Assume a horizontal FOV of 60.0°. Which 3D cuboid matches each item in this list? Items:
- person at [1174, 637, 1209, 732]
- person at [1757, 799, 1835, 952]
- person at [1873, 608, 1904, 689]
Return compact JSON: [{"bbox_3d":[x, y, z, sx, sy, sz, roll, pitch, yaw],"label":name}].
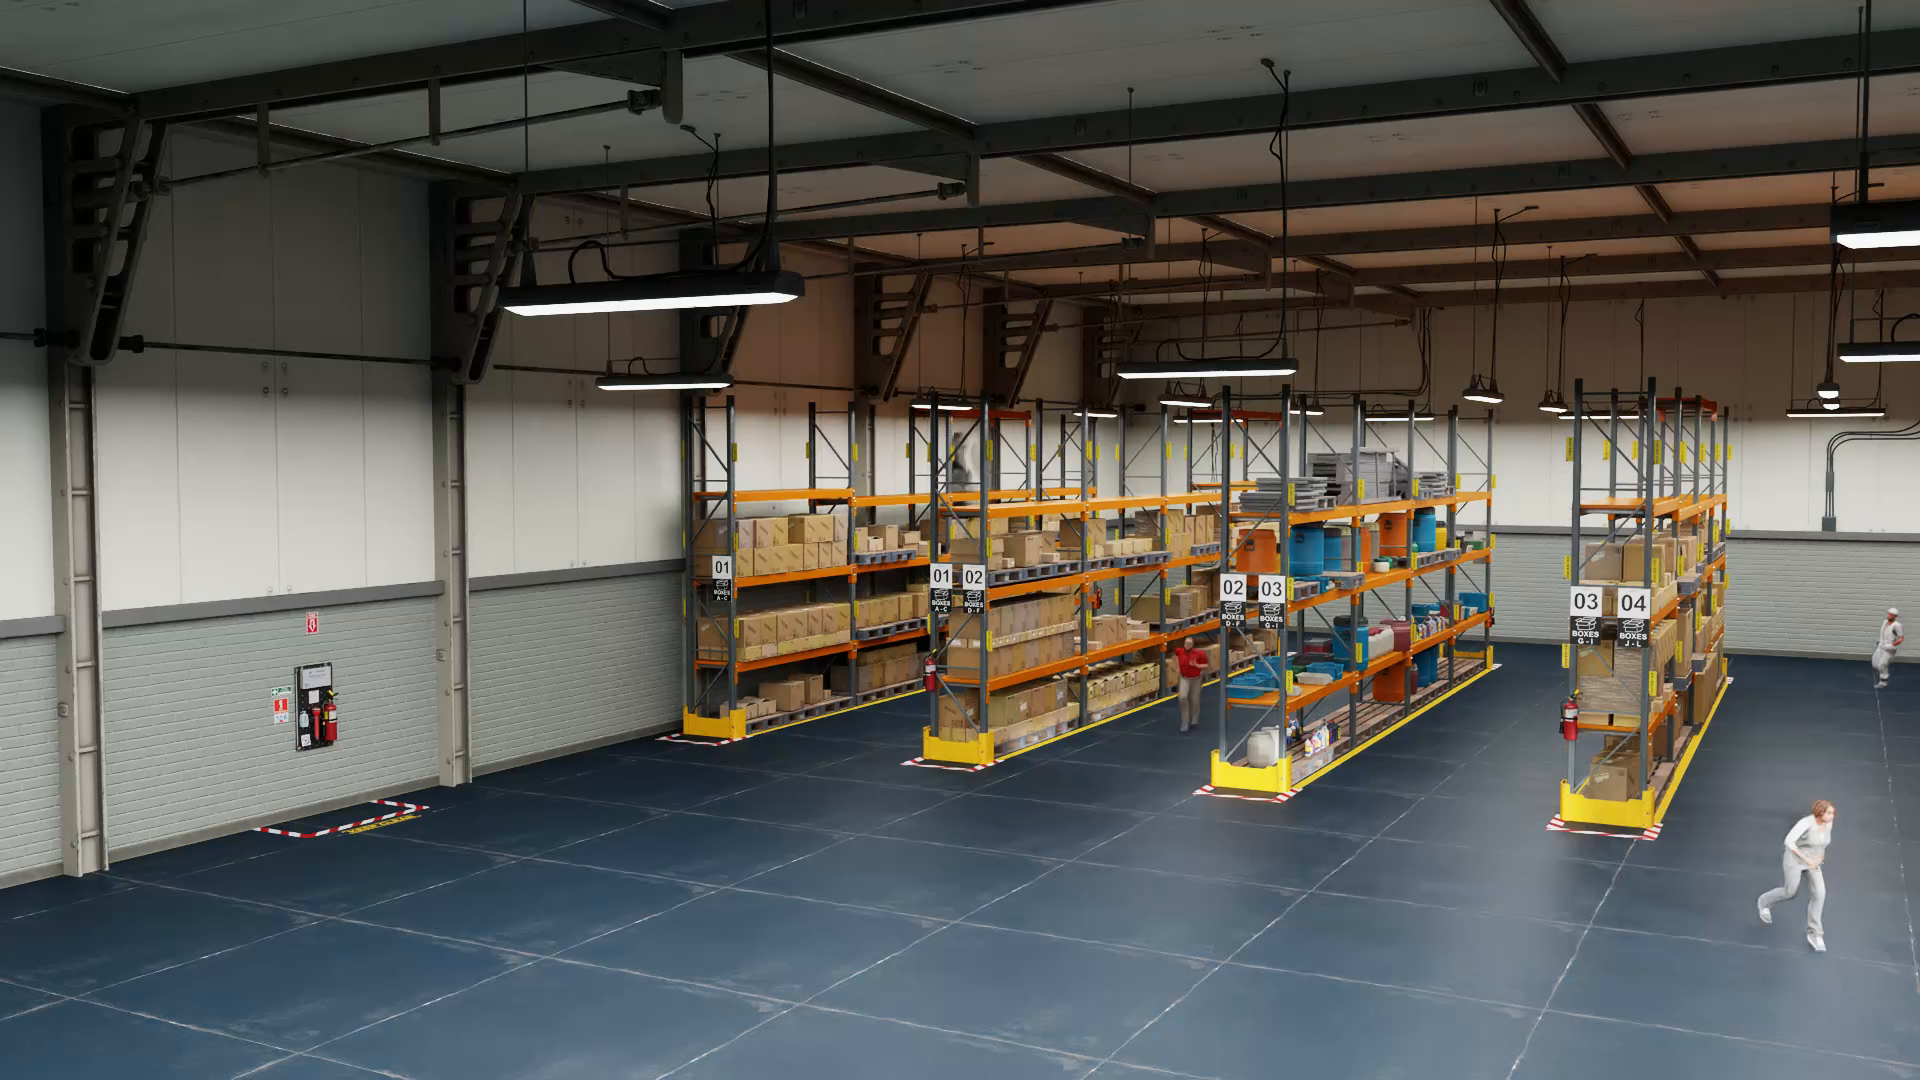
[{"bbox_3d":[4.171,2.592,30.013,0.650,1.738,0.949,1,3,13],"label":"person"},{"bbox_3d":[8.587,3.379,17.063,0.572,1.508,0.885,-1,3,-21],"label":"person"},{"bbox_3d":[19.606,2.292,35.100,0.569,1.730,0.692,-1,3,-16],"label":"person"}]
